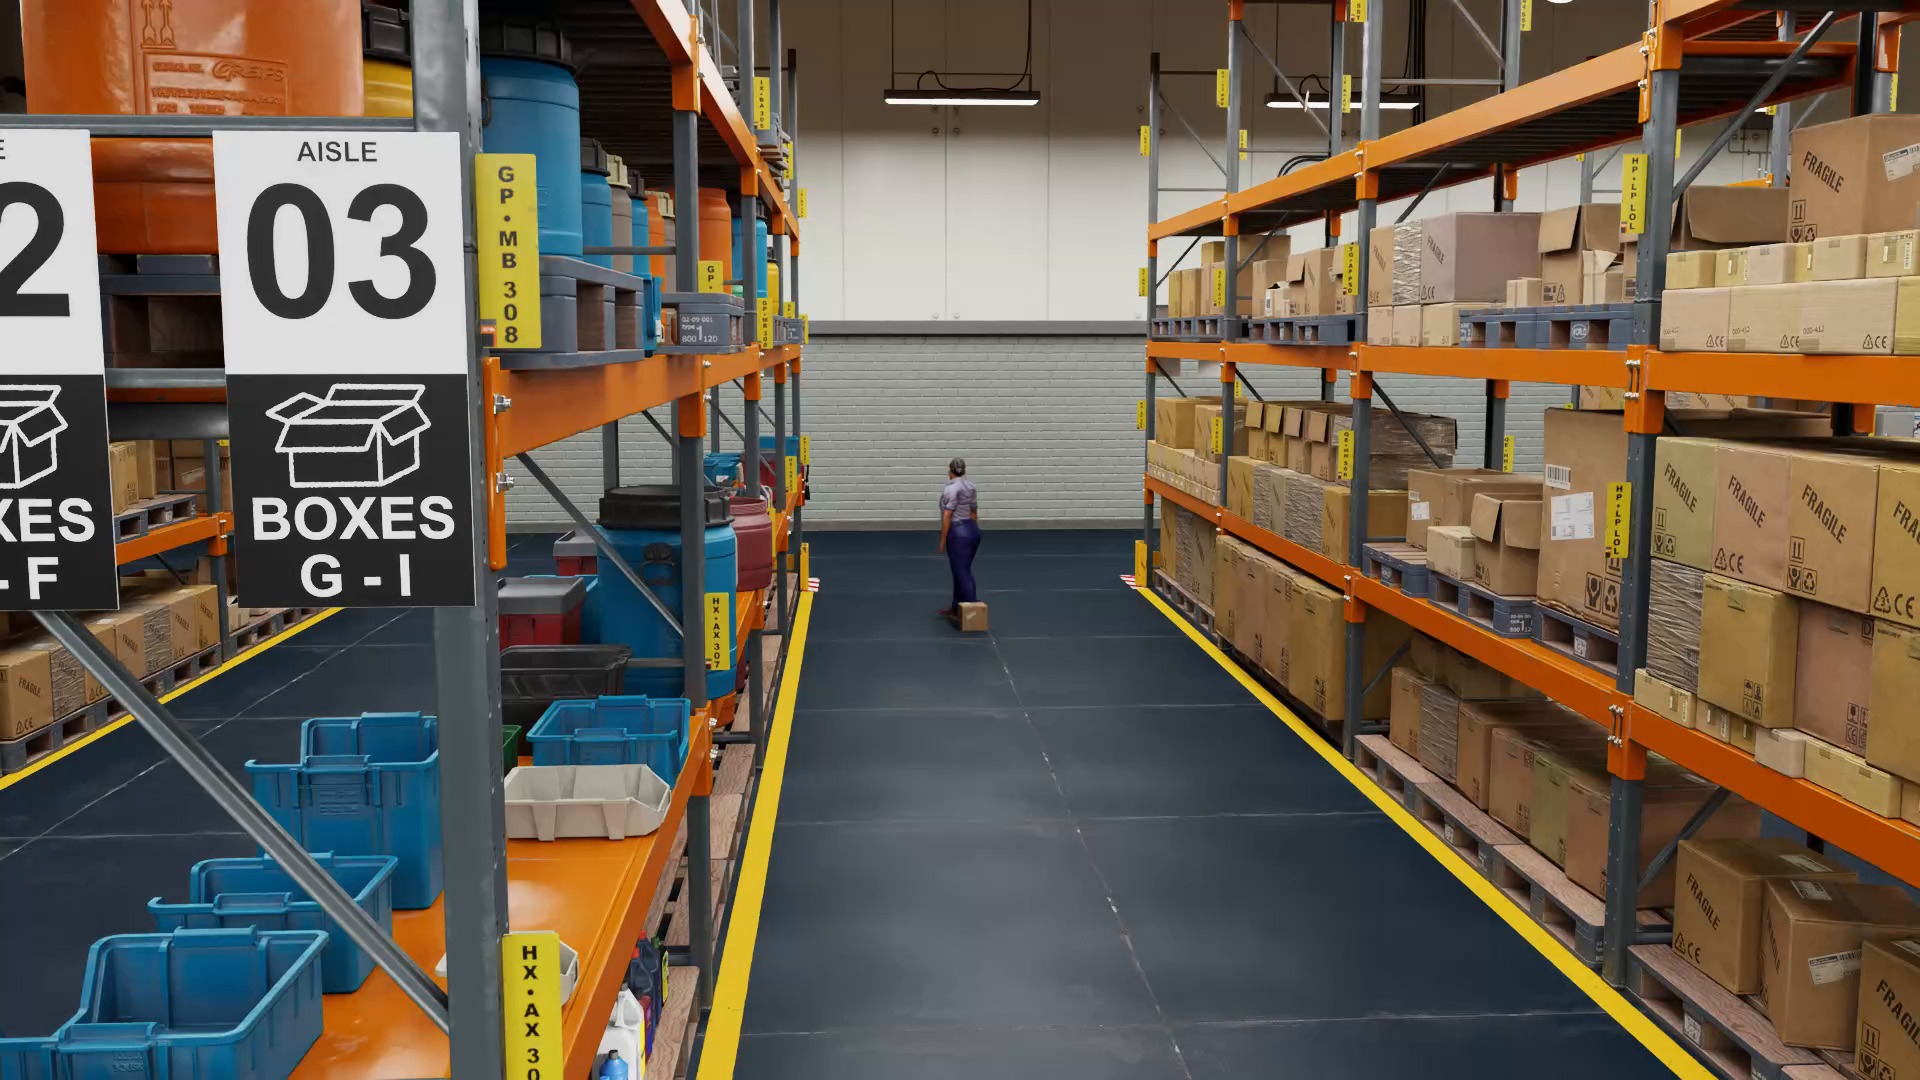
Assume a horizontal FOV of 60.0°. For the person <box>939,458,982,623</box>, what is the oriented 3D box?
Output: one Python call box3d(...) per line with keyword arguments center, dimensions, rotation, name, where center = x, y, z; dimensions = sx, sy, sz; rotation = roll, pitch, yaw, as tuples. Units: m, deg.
box3d(center=(-0.022, -0.014, 16.765), dimensions=(0.578, 1.634, 0.568), rotation=(4, 8, 27), name="person")
